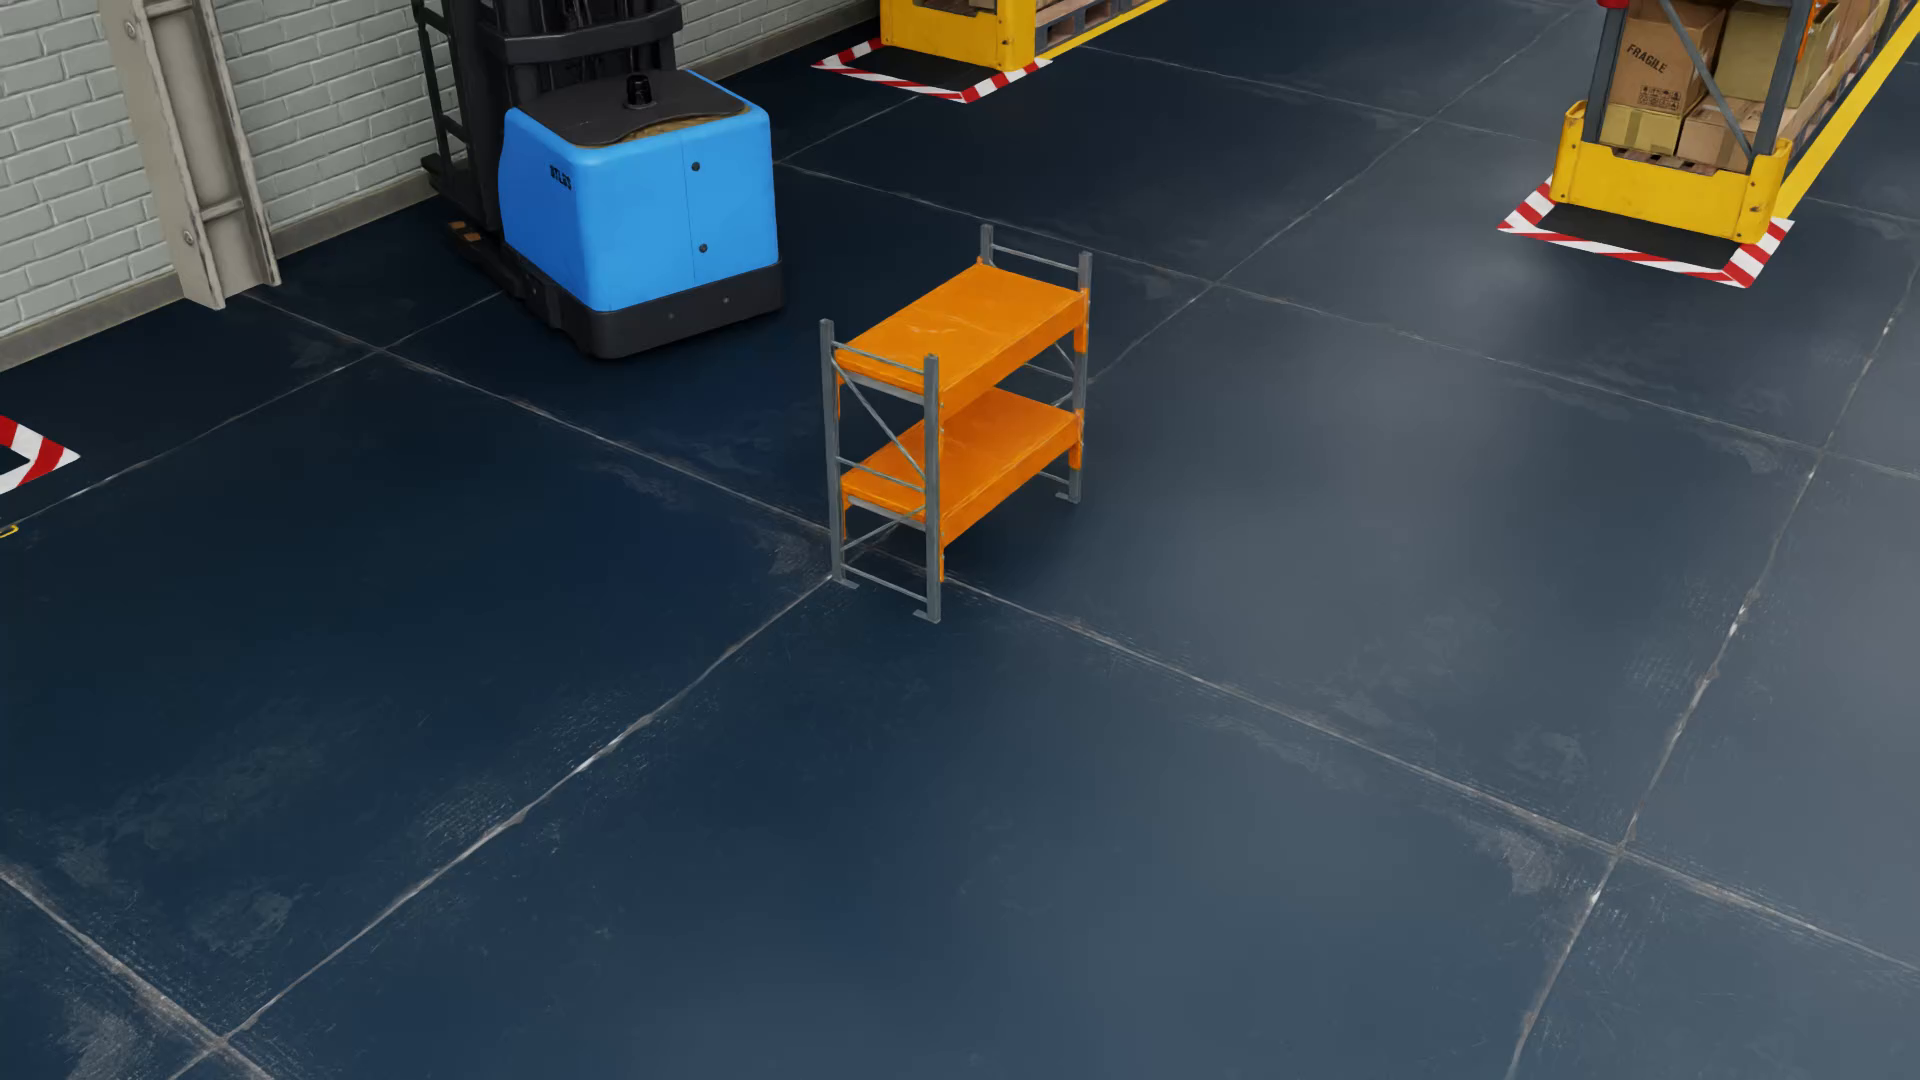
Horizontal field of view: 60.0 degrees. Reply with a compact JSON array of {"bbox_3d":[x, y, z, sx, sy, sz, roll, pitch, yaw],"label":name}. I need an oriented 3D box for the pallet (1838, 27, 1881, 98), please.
[{"bbox_3d":[5.795,-3.468,11.690,1.003,0.211,1.213,21,39,28],"label":"pallet"}]

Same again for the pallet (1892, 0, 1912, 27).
[{"bbox_3d":[6.671,-4.172,12.731,1.003,0.211,1.213,21,39,28],"label":"pallet"}]

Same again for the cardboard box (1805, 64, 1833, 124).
[{"bbox_3d":[5.058,-2.807,10.302,0.500,0.250,0.500,21,39,28],"label":"cardboard box"}]

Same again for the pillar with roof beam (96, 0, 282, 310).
[{"bbox_3d":[-0.265,-3.663,4.133,9.100,9.000,0.400,21,39,28],"label":"pillar with roof beam"}]

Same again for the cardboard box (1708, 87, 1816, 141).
[{"bbox_3d":[4.773,-2.577,9.962,0.500,0.250,0.500,21,39,28],"label":"cardboard box"}]

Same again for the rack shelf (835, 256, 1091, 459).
[{"bbox_3d":[0.004,-0.712,6.276,0.538,0.278,1.000,21,39,28],"label":"rack shelf"}]

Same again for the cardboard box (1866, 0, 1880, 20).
[{"bbox_3d":[5.904,-3.812,11.119,0.500,0.500,0.500,21,39,28],"label":"cardboard box"}]

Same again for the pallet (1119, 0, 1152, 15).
[{"bbox_3d":[1.163,-4.517,13.241,1.003,0.211,1.213,21,39,28],"label":"pallet"}]

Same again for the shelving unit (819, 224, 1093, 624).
[{"bbox_3d":[0.004,-0.469,6.439,0.538,1.125,1.048,21,39,28],"label":"shelving unit"}]

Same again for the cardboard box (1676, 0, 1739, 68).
[{"bbox_3d":[4.622,-3.287,10.343,0.500,0.500,0.500,21,39,28],"label":"cardboard box"}]

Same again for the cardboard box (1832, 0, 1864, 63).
[{"bbox_3d":[5.348,-3.346,10.430,0.500,0.500,0.500,21,39,28],"label":"cardboard box"}]

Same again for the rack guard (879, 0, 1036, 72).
[{"bbox_3d":[-0.026,-3.715,11.797,1.175,0.500,0.348,21,39,28],"label":"rack guard"}]

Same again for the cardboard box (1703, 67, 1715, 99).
[{"bbox_3d":[4.341,-2.745,10.211,0.500,0.250,0.500,21,39,28],"label":"cardboard box"}]

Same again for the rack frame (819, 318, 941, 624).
[{"bbox_3d":[-0.286,-0.235,6.094,0.500,1.125,0.032,21,39,28],"label":"rack frame"}]

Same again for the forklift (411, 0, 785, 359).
[{"bbox_3d":[-2.166,-2.846,8.342,1.130,2.935,3.031,-23,40,-30],"label":"forklift"}]

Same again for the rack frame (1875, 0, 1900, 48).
[{"bbox_3d":[6.283,-4.976,11.430,1.000,3.000,0.127,21,39,28],"label":"rack frame"}]

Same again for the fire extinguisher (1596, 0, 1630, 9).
[{"bbox_3d":[3.553,-3.197,8.869,0.296,0.674,0.183,21,39,28],"label":"fire extinguisher"}]

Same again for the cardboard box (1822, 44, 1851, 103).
[{"bbox_3d":[5.348,-3.035,10.640,0.500,0.250,0.500,21,39,28],"label":"cardboard box"}]

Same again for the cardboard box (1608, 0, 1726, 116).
[{"bbox_3d":[4.064,-2.822,9.656,0.500,0.500,0.500,21,39,28],"label":"cardboard box"}]

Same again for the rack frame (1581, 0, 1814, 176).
[{"bbox_3d":[4.002,-3.135,8.708,1.000,3.000,0.127,21,39,28],"label":"rack frame"}]

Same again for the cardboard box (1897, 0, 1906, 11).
[{"bbox_3d":[6.717,-4.117,12.240,0.500,0.250,0.500,20,39,27],"label":"cardboard box"}]

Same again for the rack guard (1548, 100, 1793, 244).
[{"bbox_3d":[3.989,-2.088,9.392,1.175,0.500,0.348,21,39,28],"label":"rack guard"}]

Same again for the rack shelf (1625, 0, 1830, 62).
[{"bbox_3d":[5.143,-3.757,10.270,1.077,0.370,4.000,21,39,28],"label":"rack shelf"}]

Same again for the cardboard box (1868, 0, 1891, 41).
[{"bbox_3d":[6.198,-3.727,11.664,0.500,0.250,0.500,21,39,28],"label":"cardboard box"}]

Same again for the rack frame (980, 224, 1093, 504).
[{"bbox_3d":[0.294,-0.703,6.785,0.500,1.125,0.032,21,39,28],"label":"rack frame"}]

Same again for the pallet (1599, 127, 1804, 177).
[{"bbox_3d":[4.404,-2.345,10.029,1.003,0.211,1.213,21,39,28],"label":"pallet"}]

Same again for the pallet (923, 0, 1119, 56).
[{"bbox_3d":[0.466,-3.958,12.414,1.003,0.211,1.213,21,39,28],"label":"pallet"}]

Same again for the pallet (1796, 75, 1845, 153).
[{"bbox_3d":[5.100,-2.904,10.856,1.003,0.211,1.213,21,39,28],"label":"pallet"}]

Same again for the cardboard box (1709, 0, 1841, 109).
[{"bbox_3d":[4.774,-2.887,9.751,0.500,0.500,0.500,21,39,28],"label":"cardboard box"}]

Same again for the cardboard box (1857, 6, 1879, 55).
[{"bbox_3d":[5.905,-3.500,11.328,0.500,0.250,0.500,21,39,28],"label":"cardboard box"}]

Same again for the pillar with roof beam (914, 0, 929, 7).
[{"bbox_3d":[3.156,-6.424,8.216,9.100,9.000,0.400,21,39,28],"label":"pillar with roof beam"}]

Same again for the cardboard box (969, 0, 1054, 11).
[{"bbox_3d":[0.399,-4.073,12.103,0.500,0.311,0.500,17,37,23],"label":"cardboard box"}]

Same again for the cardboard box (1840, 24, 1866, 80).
[{"bbox_3d":[5.632,-3.266,10.981,0.500,0.250,0.500,21,39,28],"label":"cardboard box"}]

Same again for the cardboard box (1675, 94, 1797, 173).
[{"bbox_3d":[4.491,-2.346,9.620,0.500,0.250,0.500,21,39,28],"label":"cardboard box"}]

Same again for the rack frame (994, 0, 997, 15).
[{"bbox_3d":[-0.069,-4.715,11.045,1.000,3.000,0.127,21,39,28],"label":"rack frame"}]

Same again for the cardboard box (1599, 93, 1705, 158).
[{"bbox_3d":[4.065,-2.511,9.865,0.500,0.250,0.500,21,39,28],"label":"cardboard box"}]

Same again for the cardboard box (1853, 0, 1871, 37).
[{"bbox_3d":[5.622,-3.580,10.777,0.500,0.500,0.500,21,39,28],"label":"cardboard box"}]

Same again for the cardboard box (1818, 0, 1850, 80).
[{"bbox_3d":[5.049,-3.121,10.098,0.500,0.500,0.500,21,39,28],"label":"cardboard box"}]

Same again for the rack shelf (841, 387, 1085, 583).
[{"bbox_3d":[0.004,-0.267,6.576,0.538,0.278,1.000,21,39,28],"label":"rack shelf"}]
